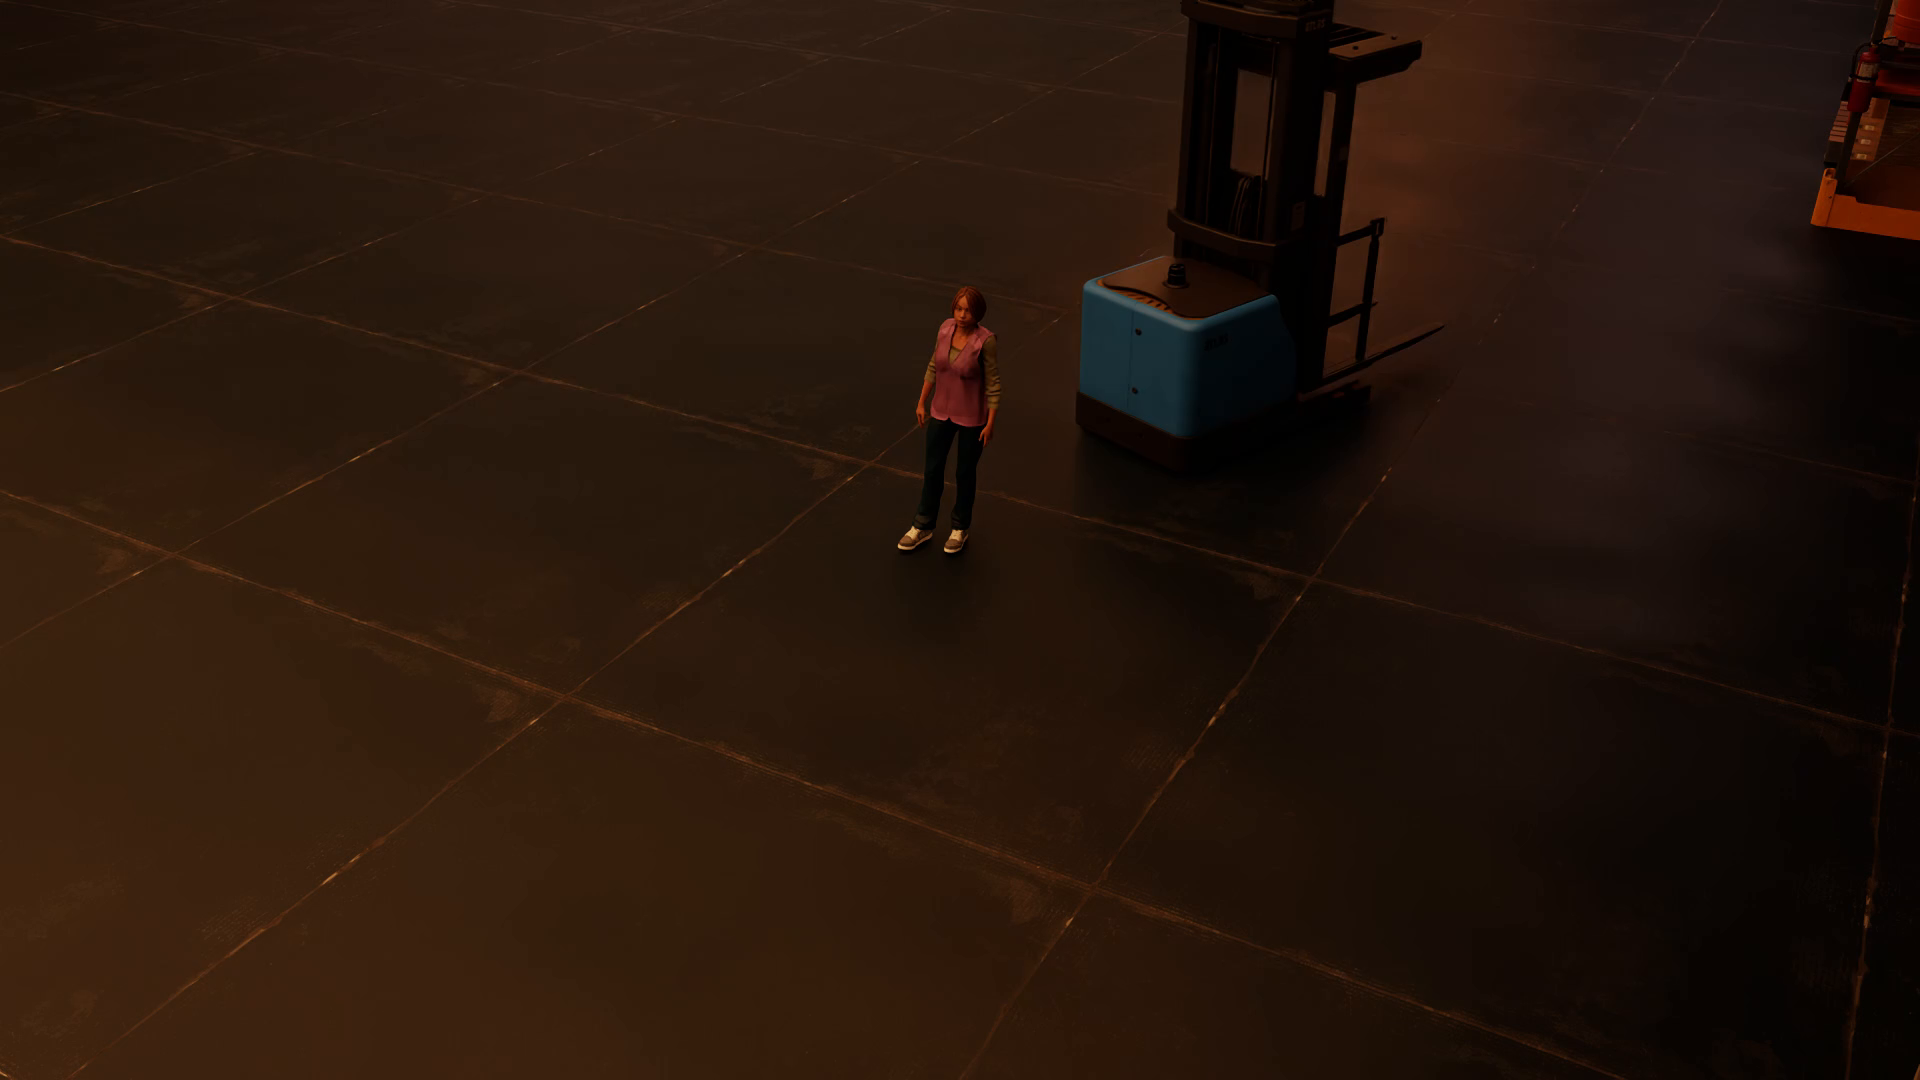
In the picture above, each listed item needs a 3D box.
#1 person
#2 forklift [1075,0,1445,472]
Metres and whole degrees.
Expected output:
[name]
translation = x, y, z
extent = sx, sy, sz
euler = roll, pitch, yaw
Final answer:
[person]
translation = -0.048, -0.668, 9.549
extent = 0.521, 1.599, 0.473
euler = 15, 33, 25
[forklift]
translation = 2.229, -2.308, 11.070
extent = 3.031, 2.935, 1.130
euler = -23, 37, -34
